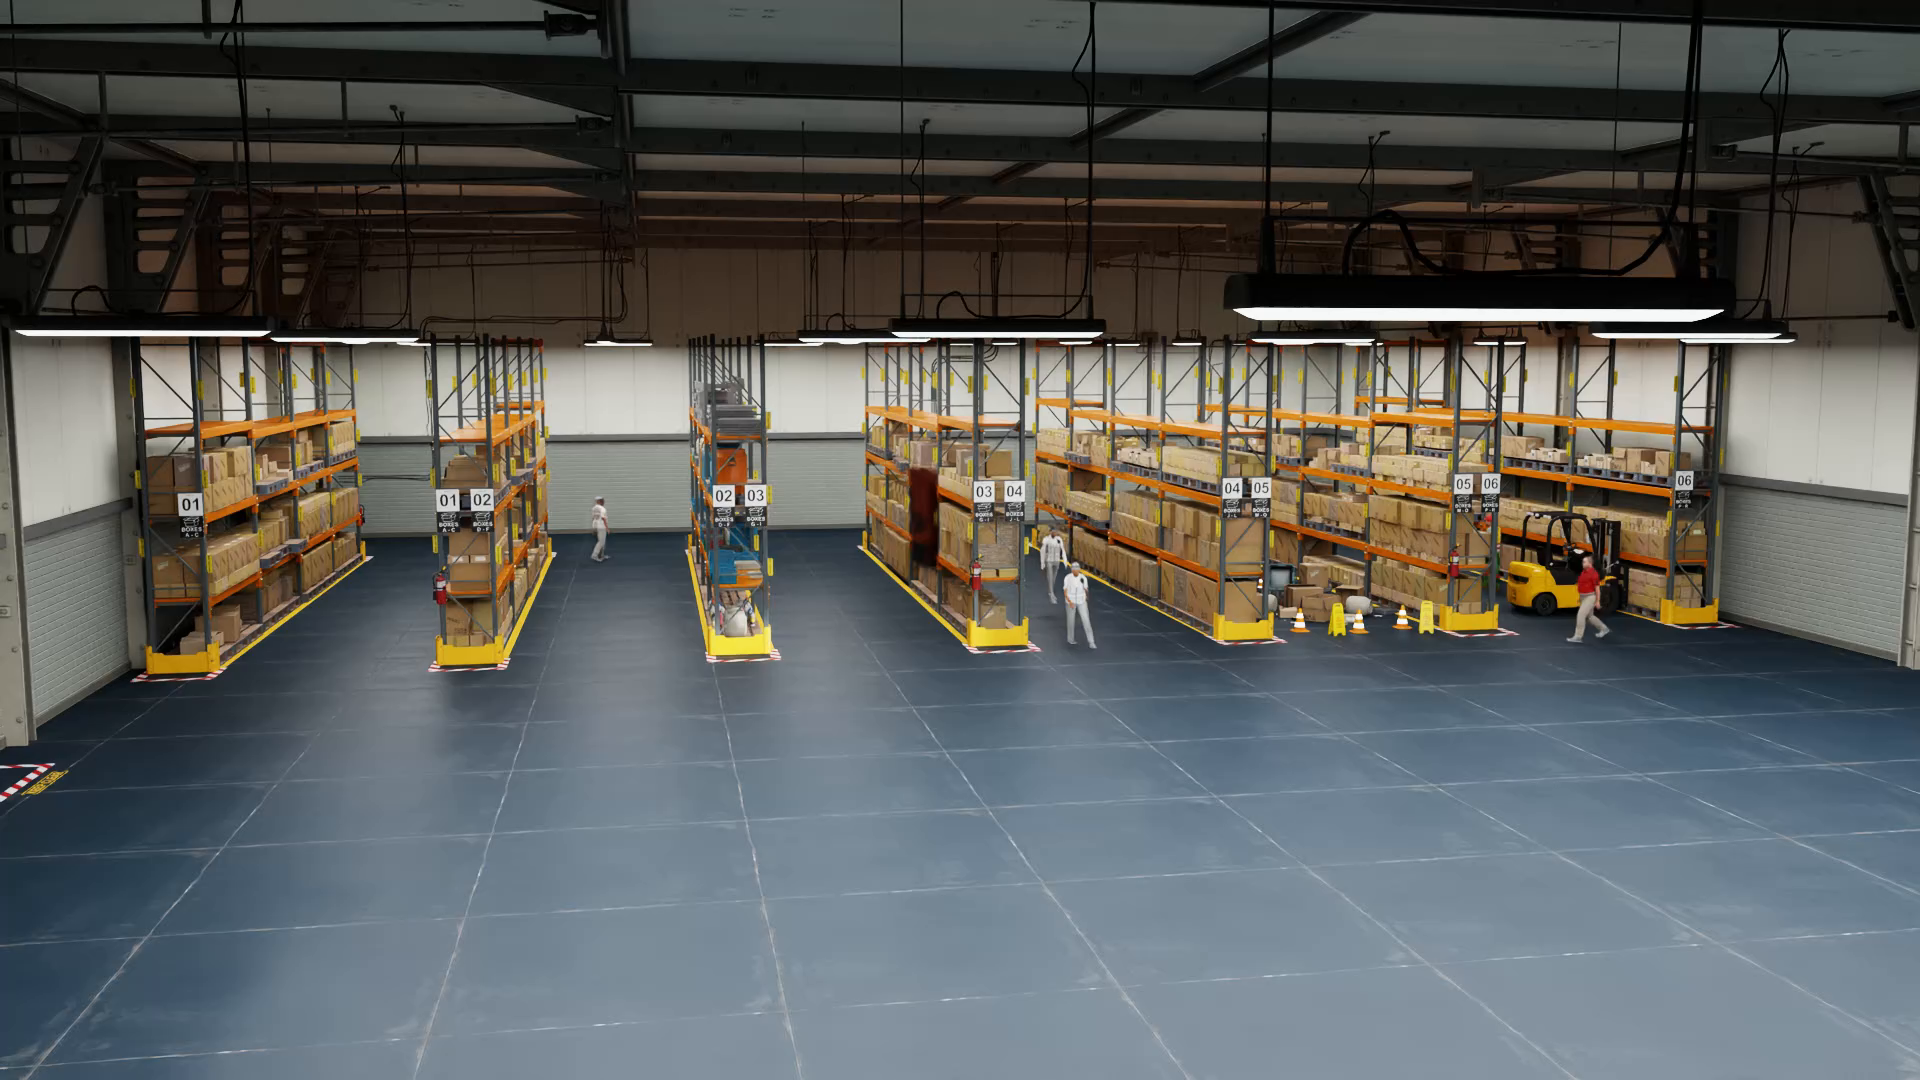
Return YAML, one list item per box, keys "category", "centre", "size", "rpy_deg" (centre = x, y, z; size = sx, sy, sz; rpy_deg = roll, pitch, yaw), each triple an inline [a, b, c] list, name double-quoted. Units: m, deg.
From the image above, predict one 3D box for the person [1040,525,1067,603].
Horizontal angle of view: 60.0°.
- category: "person"
  centre: [2.022, 0.495, 35.833]
  size: [0.535, 1.663, 0.706]
  rpy_deg: [-2, 7, -20]

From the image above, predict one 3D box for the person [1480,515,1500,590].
- category: "person"
  centre: [12.685, 0.316, 39.584]
  size: [0.507, 1.804, 0.549]
  rpy_deg: [-3, 7, -23]

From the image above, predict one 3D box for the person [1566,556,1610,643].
- category: "person"
  centre: [12.323, 1.201, 32.530]
  size: [1.019, 1.590, 0.538]
  rpy_deg: [-1, 7, -10]

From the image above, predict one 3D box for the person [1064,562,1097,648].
- category: "person"
  centre: [2.326, 1.242, 32.148]
  size: [0.659, 1.637, 0.764]
  rpy_deg: [1, 7, 6]

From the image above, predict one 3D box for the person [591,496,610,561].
- category: "person"
  centre: [-9.744, -0.312, 44.994]
  size: [0.759, 1.747, 0.623]
  rpy_deg: [-6, 9, -42]
